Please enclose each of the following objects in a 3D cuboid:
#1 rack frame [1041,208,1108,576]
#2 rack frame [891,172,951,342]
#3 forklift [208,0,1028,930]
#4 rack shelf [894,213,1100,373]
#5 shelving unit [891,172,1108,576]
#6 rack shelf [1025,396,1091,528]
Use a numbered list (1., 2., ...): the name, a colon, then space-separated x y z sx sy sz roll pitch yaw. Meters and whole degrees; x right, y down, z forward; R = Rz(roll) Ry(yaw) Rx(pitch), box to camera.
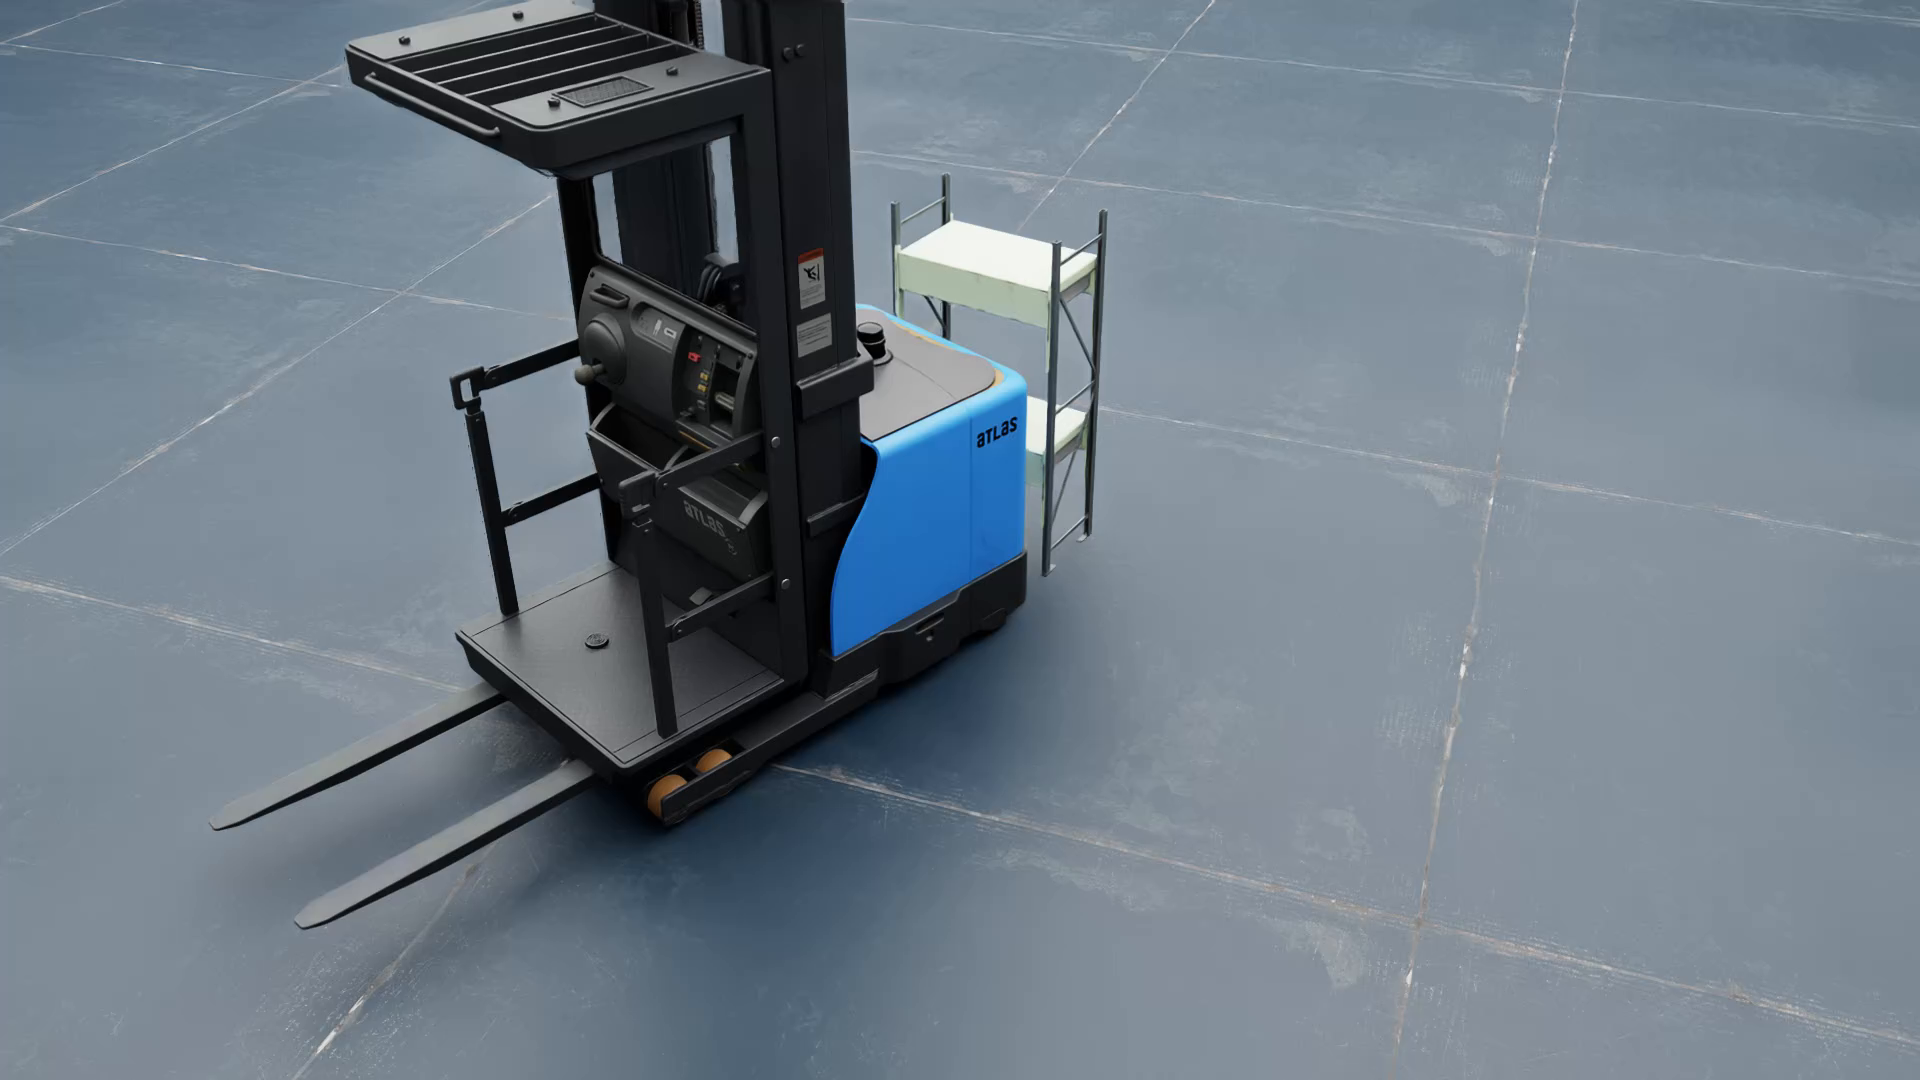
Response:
1. rack frame: 0.461 -0.570 6.750 0.023 1.500 0.400 19 37 27
2. rack frame: -0.156 -0.784 7.082 0.023 1.500 0.400 19 37 27
3. forklift: -1.137 -0.572 5.433 3.031 2.935 1.130 -28 42 -36
4. rack shelf: 0.153 -1.005 6.704 0.720 0.370 0.431 19 37 27
5. shelving unit: 0.153 -0.677 6.916 0.755 1.500 0.431 19 37 27
6. rack shelf: 0.153 -0.403 7.093 0.720 0.370 0.431 19 37 27
